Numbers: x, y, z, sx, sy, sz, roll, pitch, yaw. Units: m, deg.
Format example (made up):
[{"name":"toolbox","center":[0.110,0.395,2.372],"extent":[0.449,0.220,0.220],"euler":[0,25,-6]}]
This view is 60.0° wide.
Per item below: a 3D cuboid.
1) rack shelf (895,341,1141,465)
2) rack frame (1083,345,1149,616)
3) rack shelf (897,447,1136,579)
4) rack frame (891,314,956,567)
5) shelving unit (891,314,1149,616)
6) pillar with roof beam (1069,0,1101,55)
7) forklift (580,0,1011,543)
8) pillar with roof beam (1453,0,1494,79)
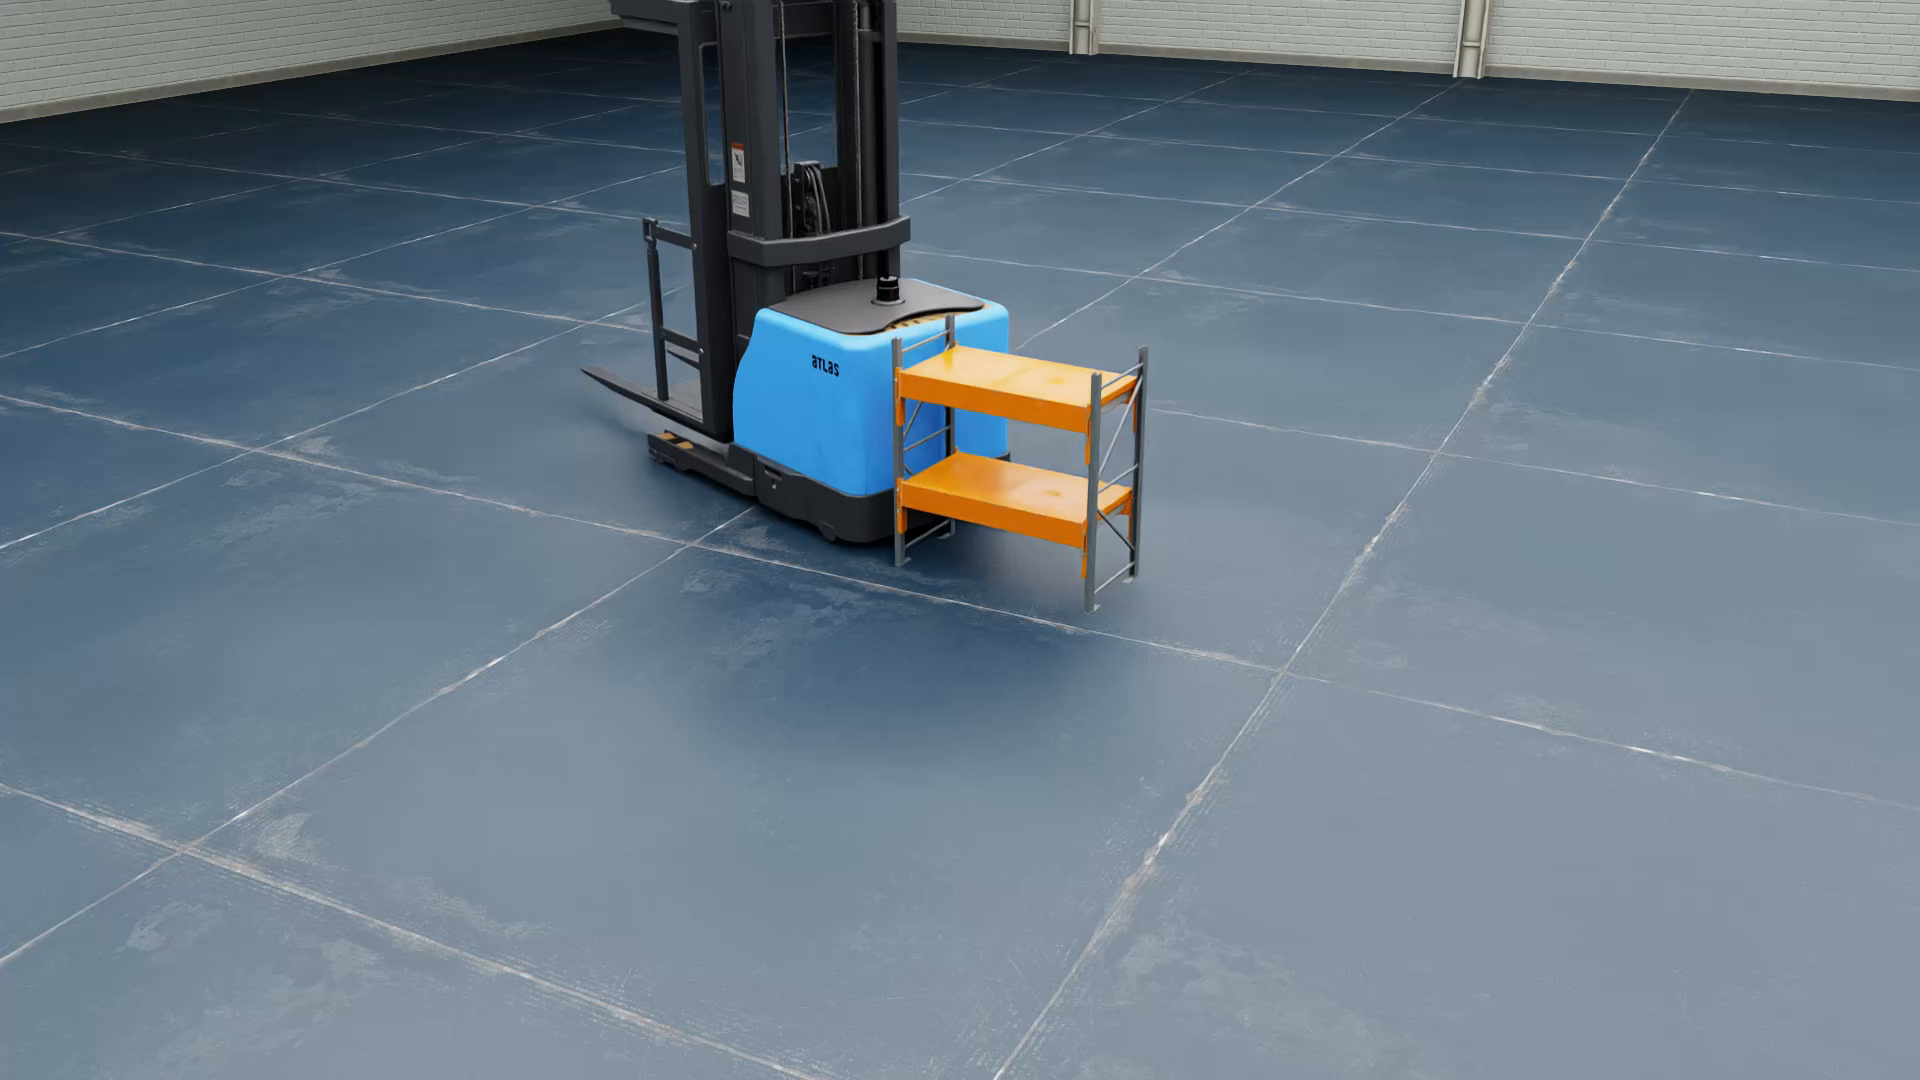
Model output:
[{"name":"rack shelf","center":[0.266,-0.638,7.565],"extent":[1.000,0.278,0.538],"euler":[14,27,29]},{"name":"rack frame","center":[0.698,-0.264,7.433],"extent":[0.032,1.125,0.500],"euler":[14,27,29]},{"name":"rack shelf","center":[0.266,-0.143,7.775],"extent":[1.000,0.278,0.538],"euler":[14,27,29]},{"name":"rack frame","center":[-0.167,-0.473,7.925],"extent":[0.032,1.125,0.500],"euler":[14,27,29]},{"name":"shelving unit","center":[0.266,-0.368,7.679],"extent":[1.048,1.125,0.538],"euler":[14,27,29]},{"name":"pillar with roof beam","center":[0.031,-10.374,21.146],"extent":[0.400,9.000,9.100],"euler":[11,25,25]},{"name":"forklift","center":[-1.082,-1.835,8.819],"extent":[1.130,2.935,3.031],"euler":[-19,29,-37]},{"name":"pillar with roof beam","center":[5.386,-9.315,18.655],"extent":[0.400,9.000,9.100],"euler":[11,25,25]}]
